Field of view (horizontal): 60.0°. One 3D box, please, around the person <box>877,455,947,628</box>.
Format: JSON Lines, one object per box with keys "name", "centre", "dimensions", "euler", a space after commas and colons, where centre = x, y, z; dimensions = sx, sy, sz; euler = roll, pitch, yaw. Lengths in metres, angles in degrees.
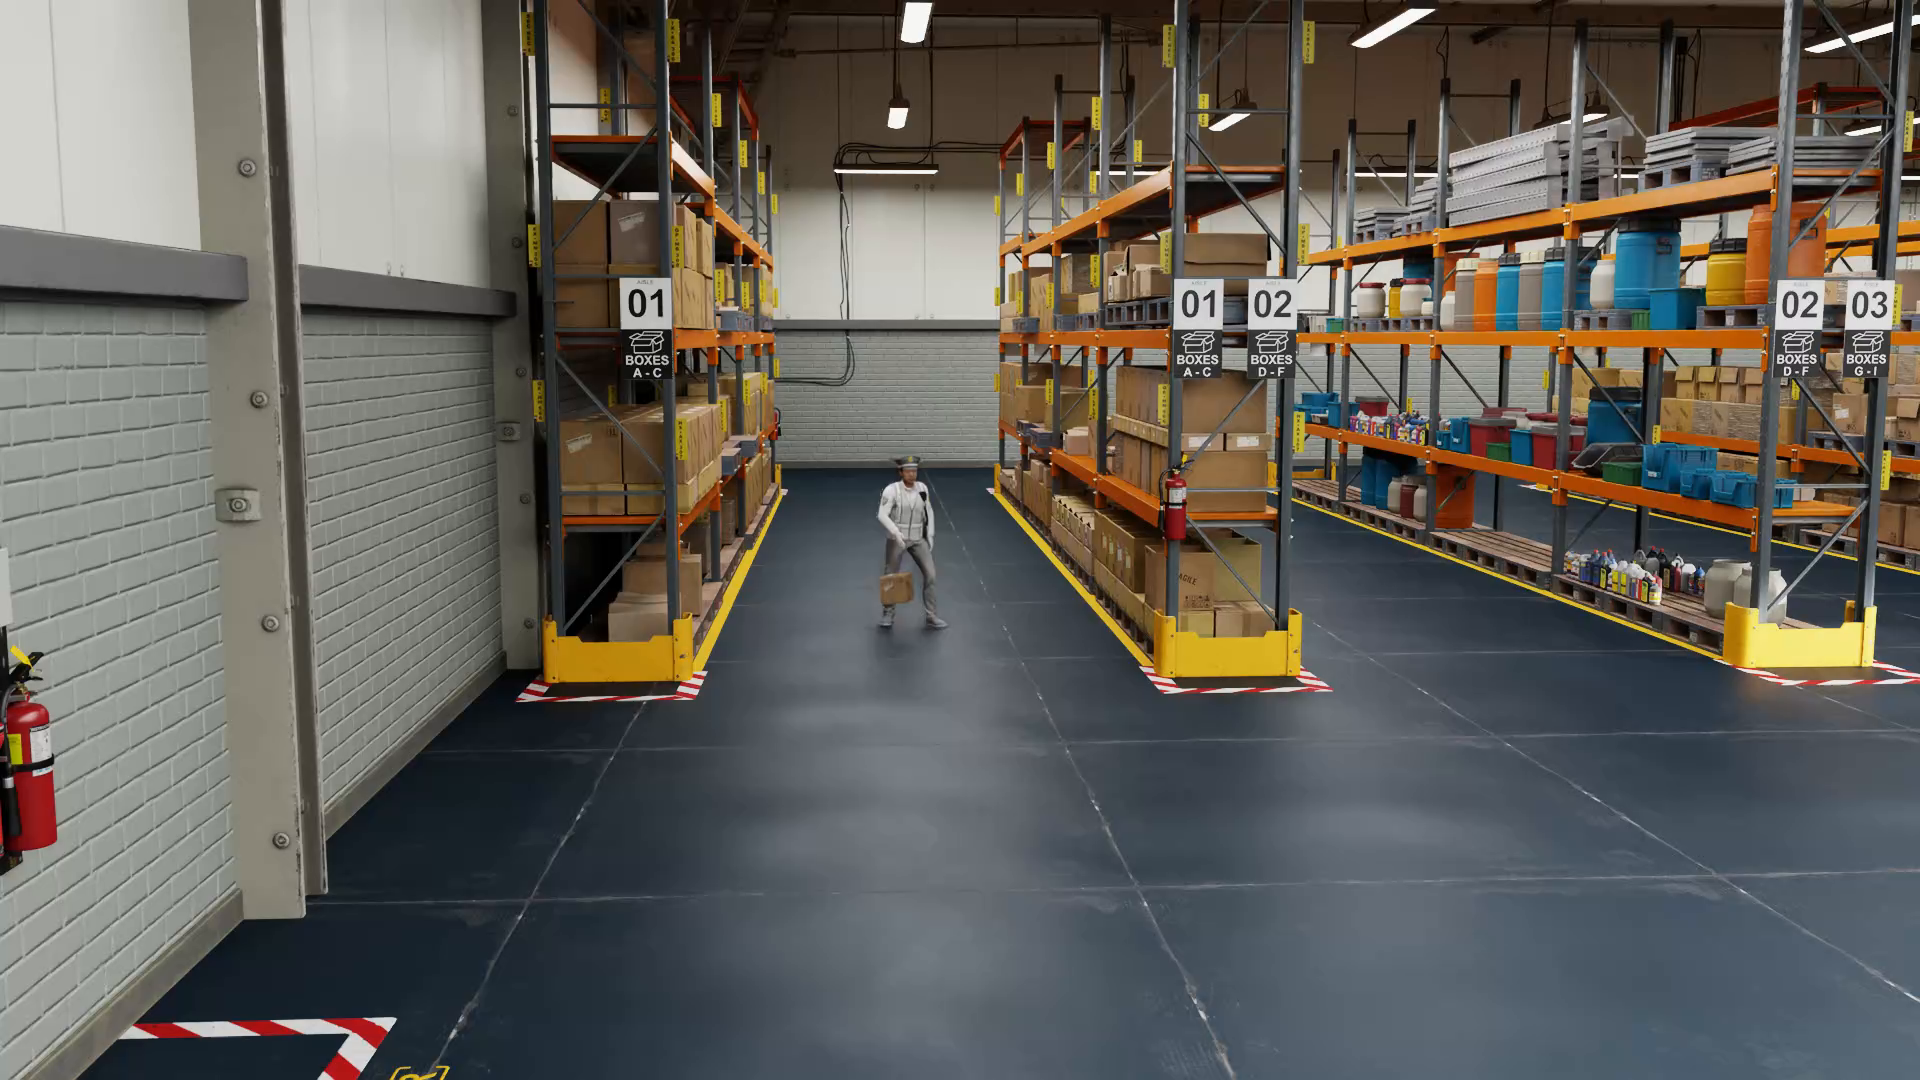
{"name": "person", "centre": [-0.498, 0.012, 15.694], "dimensions": [0.605, 1.645, 0.700], "euler": [-2, 7, -18]}
